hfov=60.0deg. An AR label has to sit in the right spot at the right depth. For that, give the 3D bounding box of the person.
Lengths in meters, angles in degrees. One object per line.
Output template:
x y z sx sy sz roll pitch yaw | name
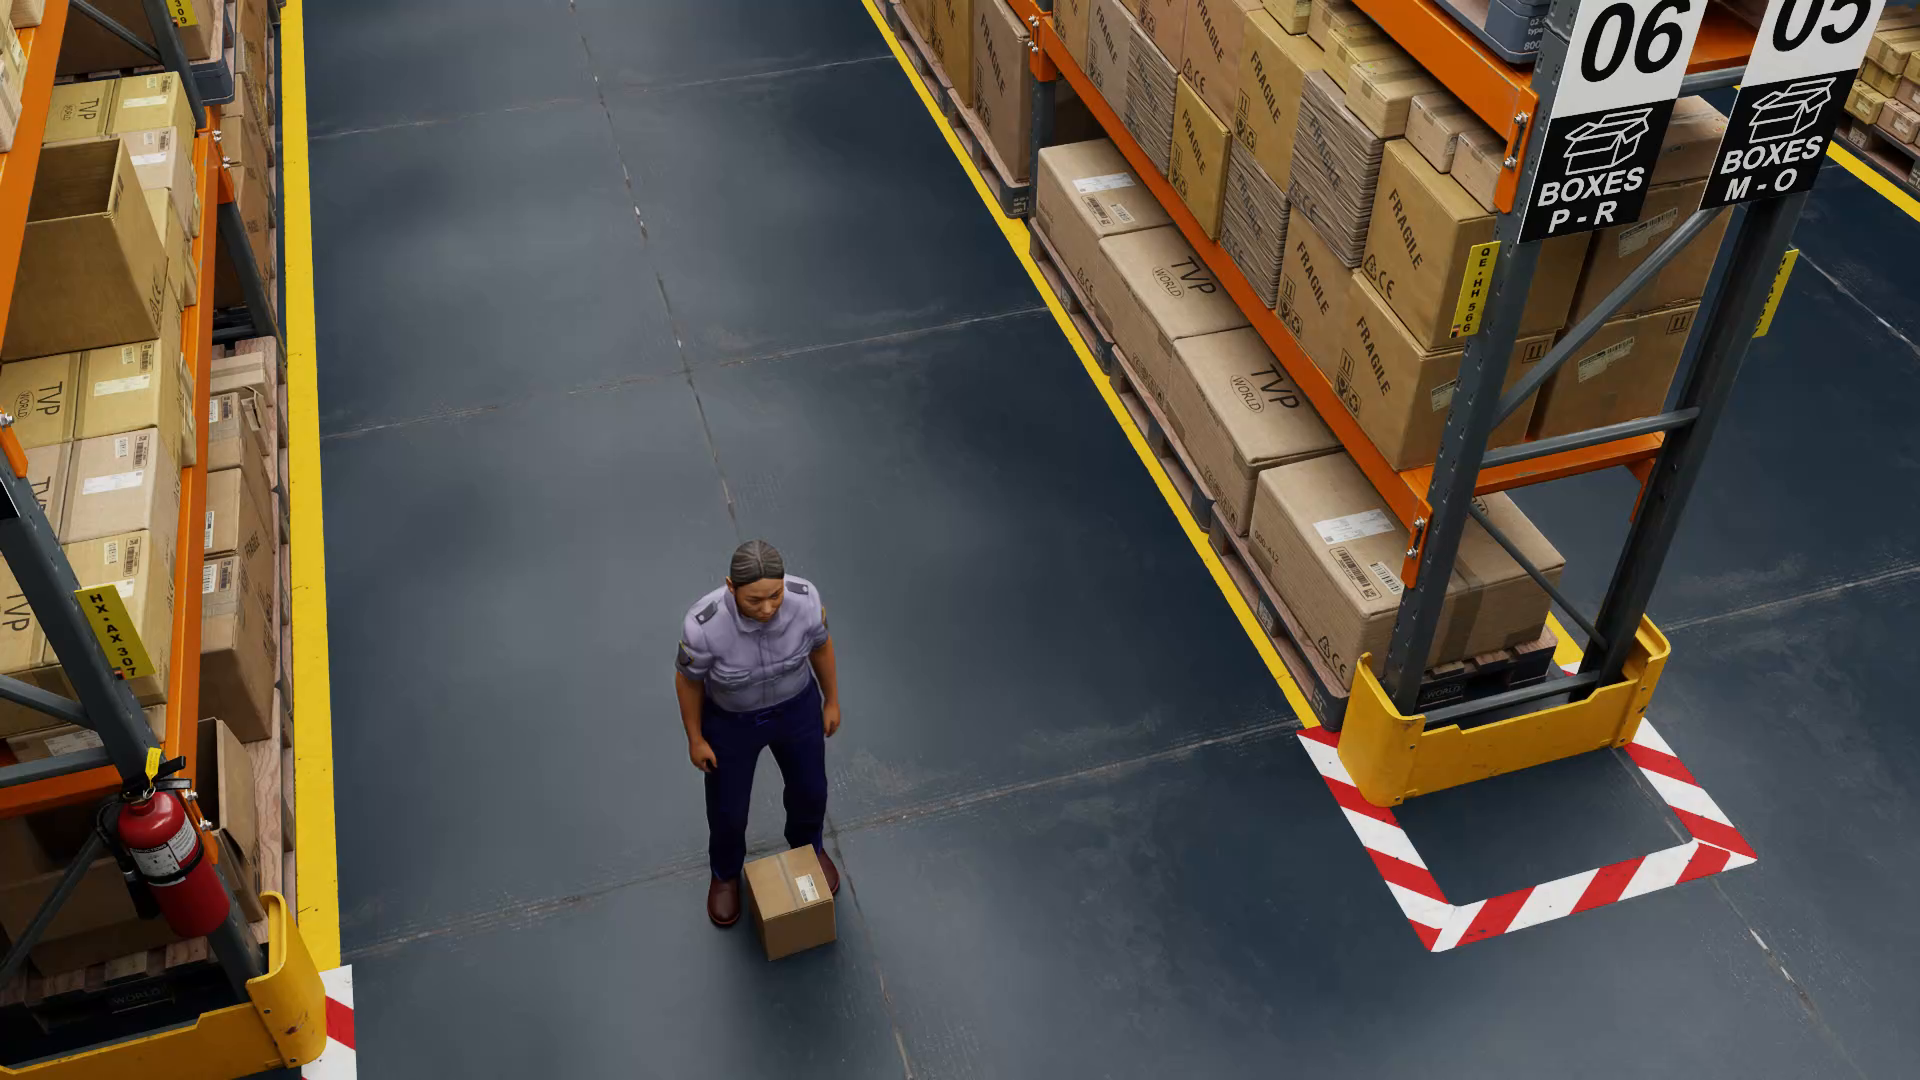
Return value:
-0.667 0.605 5.517 0.564 1.637 0.369 -14 44 -15 | person
